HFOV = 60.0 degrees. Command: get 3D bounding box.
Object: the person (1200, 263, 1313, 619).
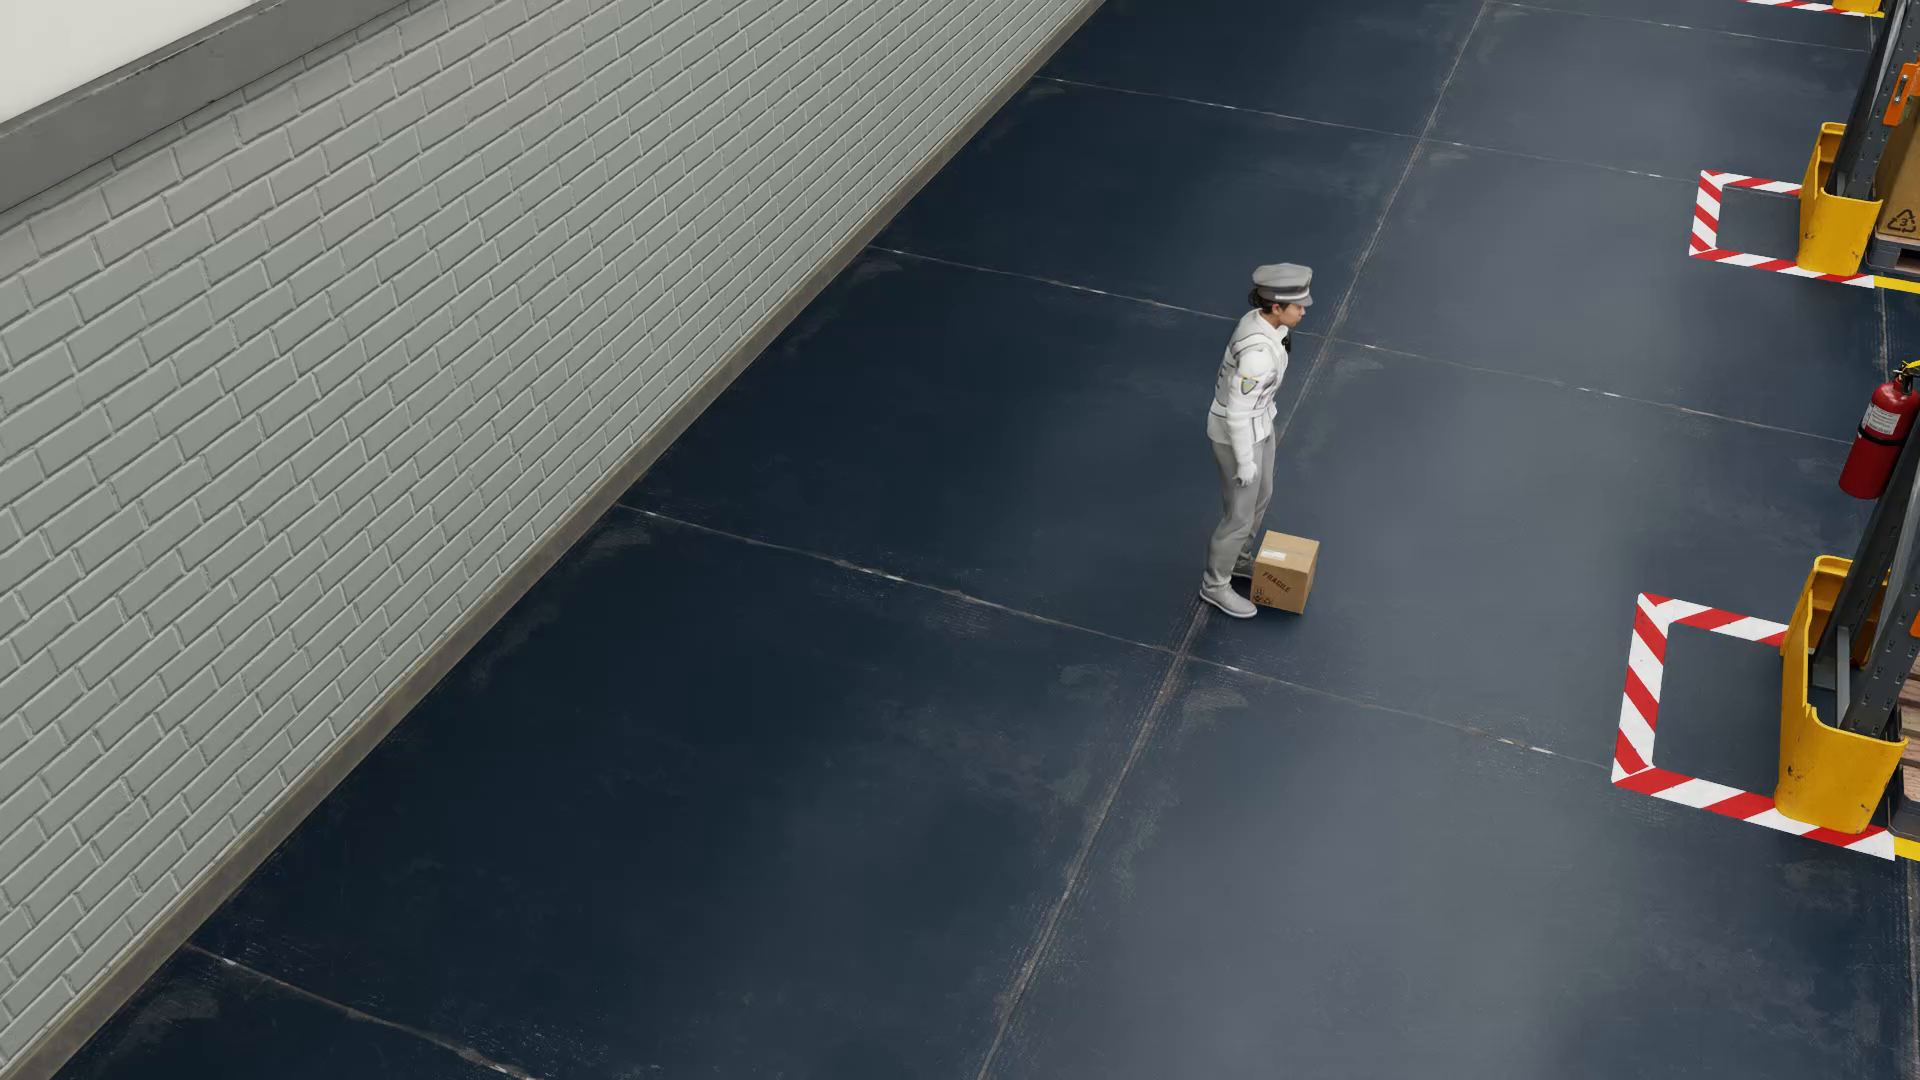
[{"bbox_3d":[1.310,-0.460,7.411,0.415,1.662,0.539,12,39,15],"label":"person"}]
